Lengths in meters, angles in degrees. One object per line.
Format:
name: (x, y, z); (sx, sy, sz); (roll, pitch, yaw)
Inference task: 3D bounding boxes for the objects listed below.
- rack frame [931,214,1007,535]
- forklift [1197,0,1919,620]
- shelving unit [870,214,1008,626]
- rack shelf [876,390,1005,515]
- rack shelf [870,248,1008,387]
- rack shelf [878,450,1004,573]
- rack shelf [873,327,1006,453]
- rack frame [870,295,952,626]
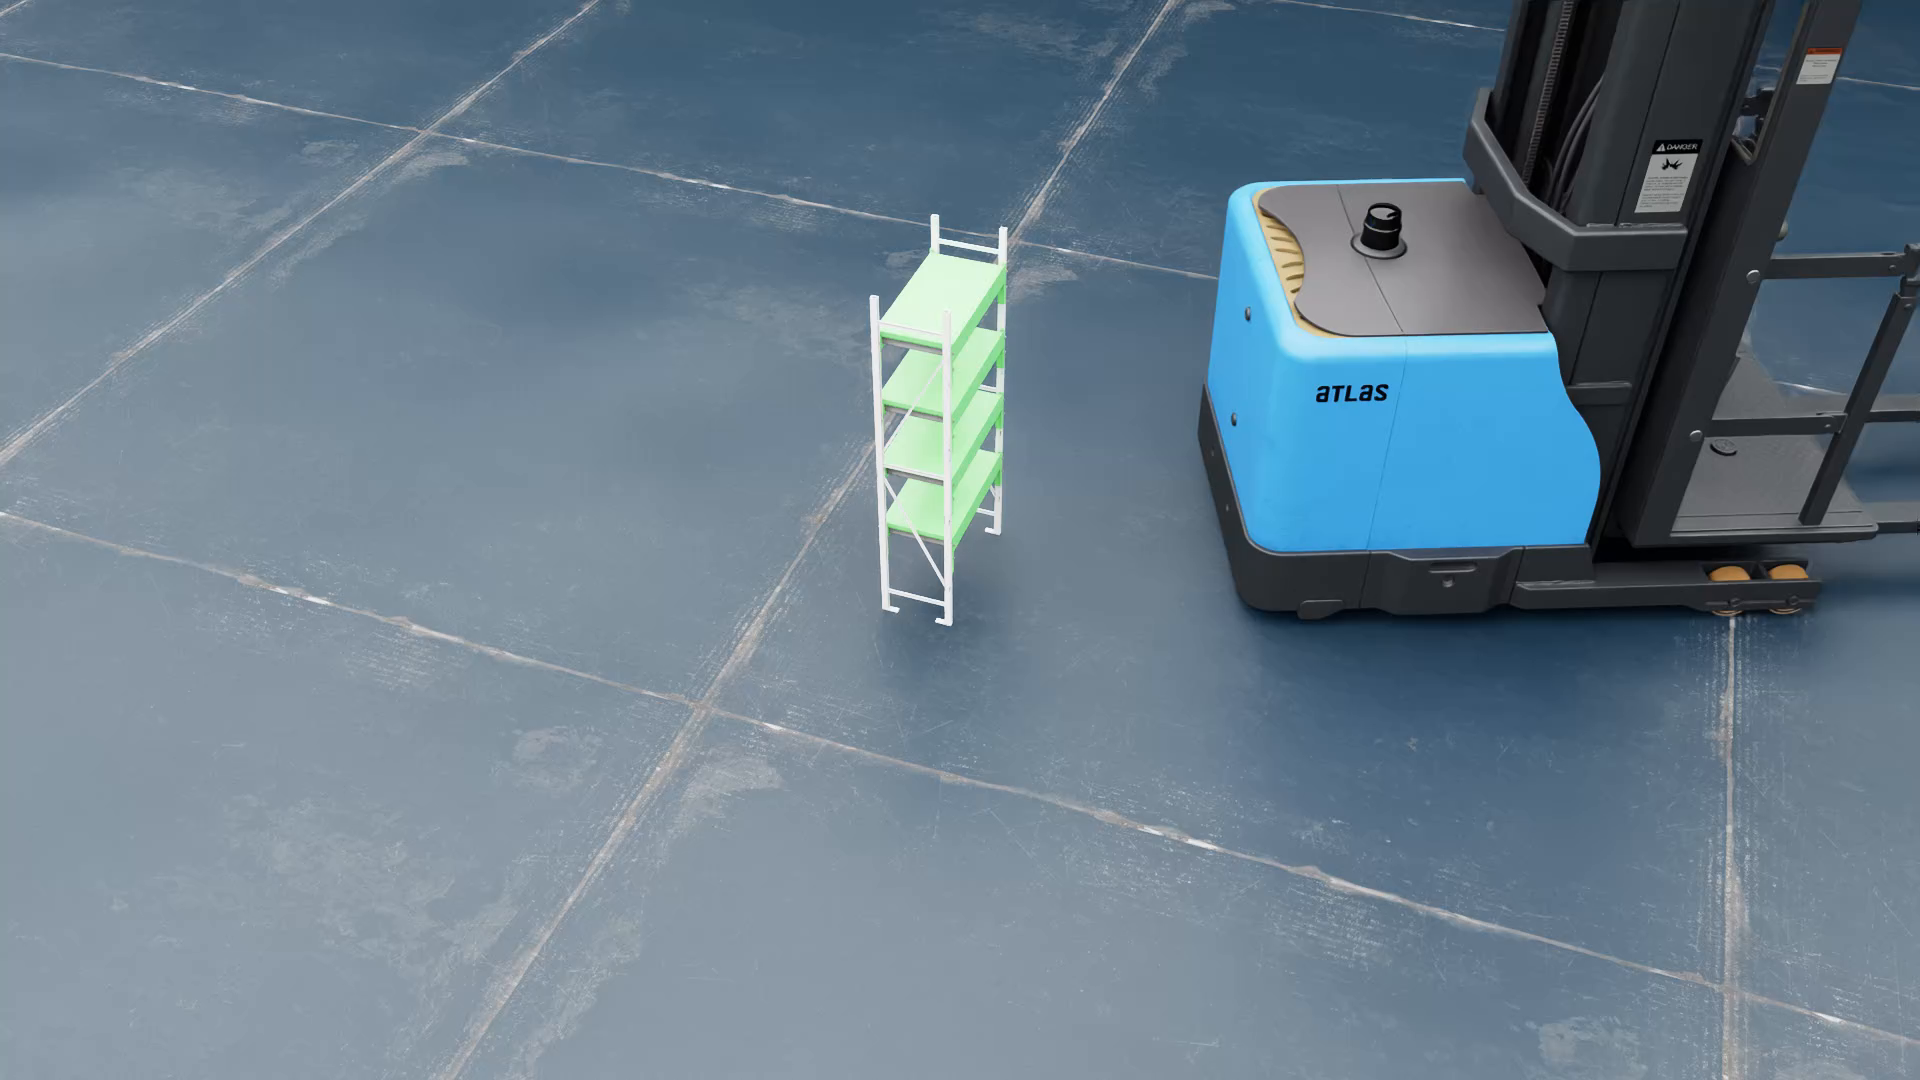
rack frame: (0.027, -0.504, 5.417); (0.240, 1.200, 0.015); (13, 42, 15)
forklift: (2.401, -1.210, 4.910); (3.031, 2.935, 1.130); (-2, 40, -2)
shelving unit: (-0.057, -0.355, 5.242); (0.258, 1.200, 0.503); (13, 42, 15)
rack shelf: (-0.057, -0.307, 5.284); (0.258, 0.148, 0.480); (13, 42, 15)
rack shelf: (-0.057, -0.672, 4.972); (0.258, 0.148, 0.480); (13, 42, 15)
rack shelf: (-0.057, -0.124, 5.439); (0.258, 0.148, 0.480); (13, 42, 15)
rack shelf: (-0.057, -0.489, 5.128); (0.258, 0.148, 0.480); (13, 42, 15)
rack frame: (-0.140, -0.207, 5.068); (0.240, 1.200, 0.015); (13, 42, 15)
